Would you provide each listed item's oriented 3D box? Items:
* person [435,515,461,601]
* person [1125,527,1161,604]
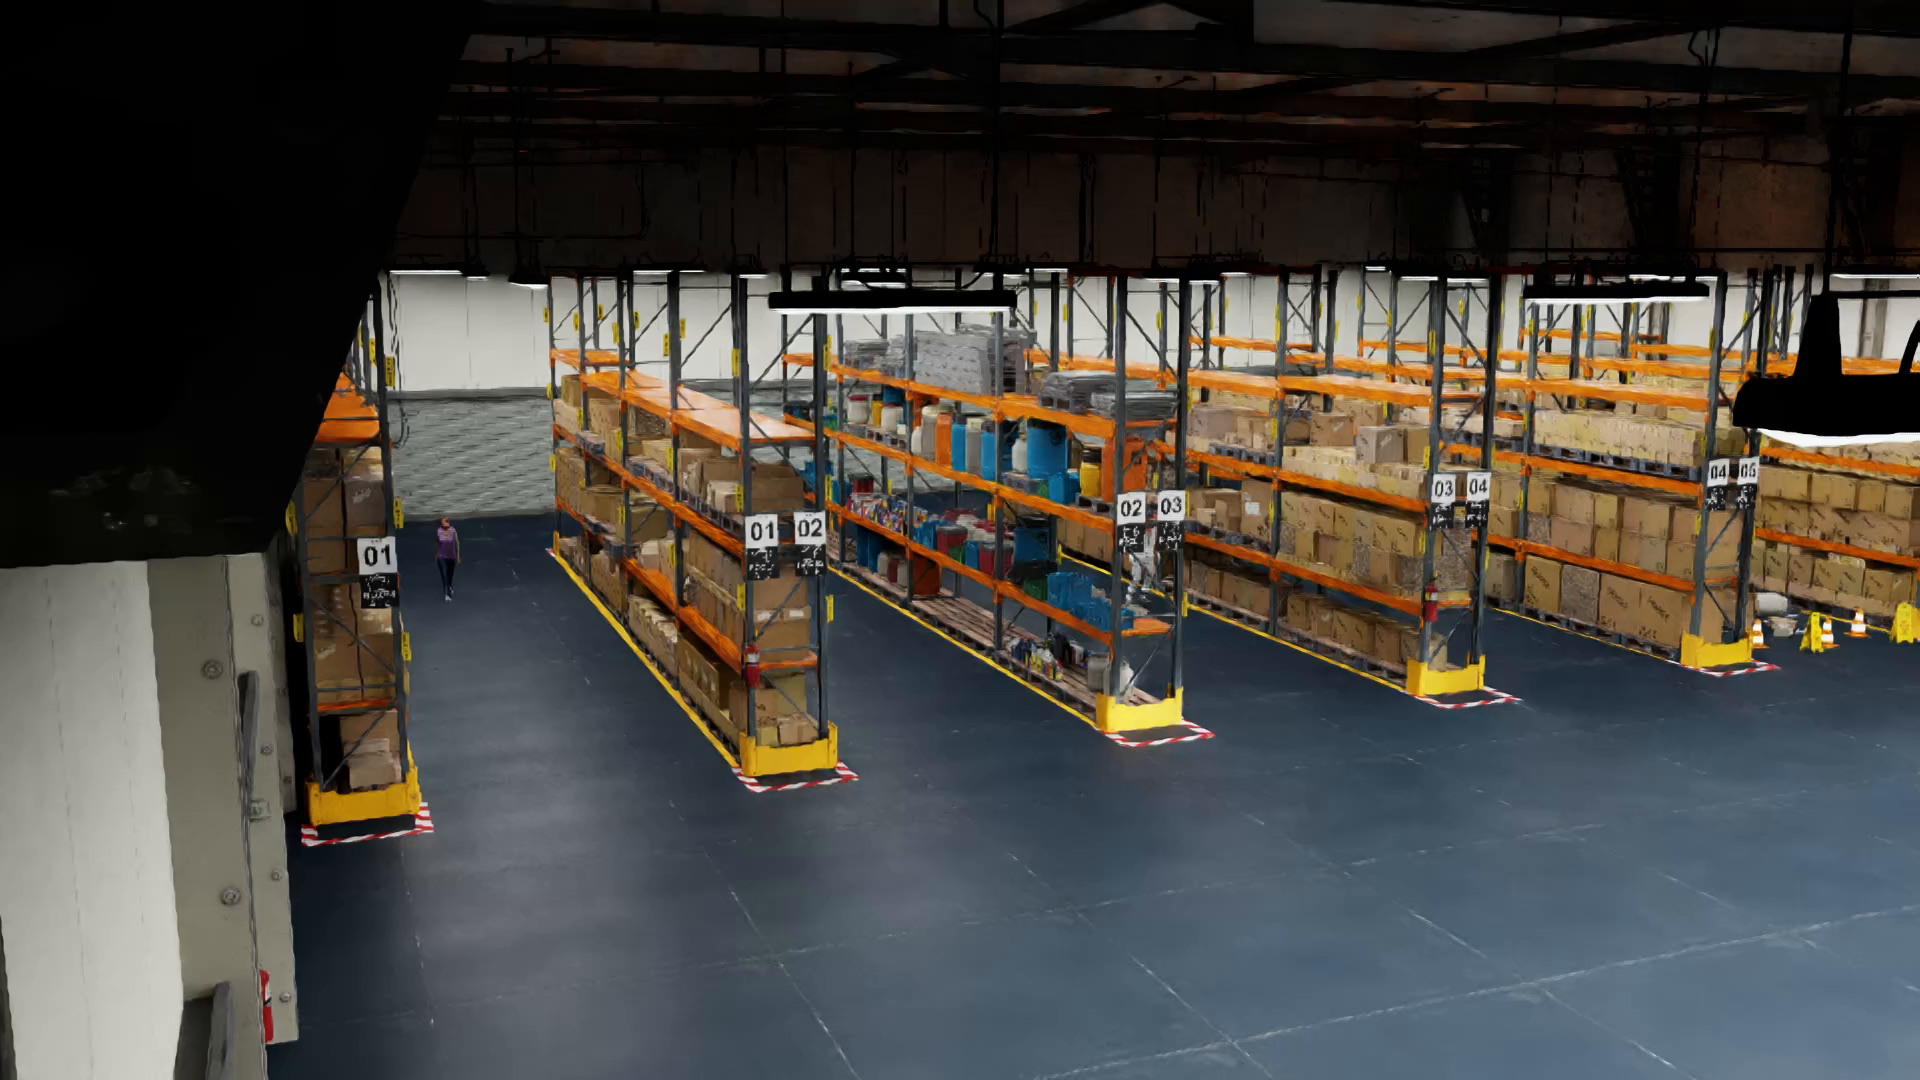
[{"bbox_3d":[-9.375,0.297,30.454,0.430,1.540,0.948,-4,11,-22],"label":"person"},{"bbox_3d":[3.293,0.317,29.858,0.677,1.742,0.552,-4,11,-22],"label":"person"}]
